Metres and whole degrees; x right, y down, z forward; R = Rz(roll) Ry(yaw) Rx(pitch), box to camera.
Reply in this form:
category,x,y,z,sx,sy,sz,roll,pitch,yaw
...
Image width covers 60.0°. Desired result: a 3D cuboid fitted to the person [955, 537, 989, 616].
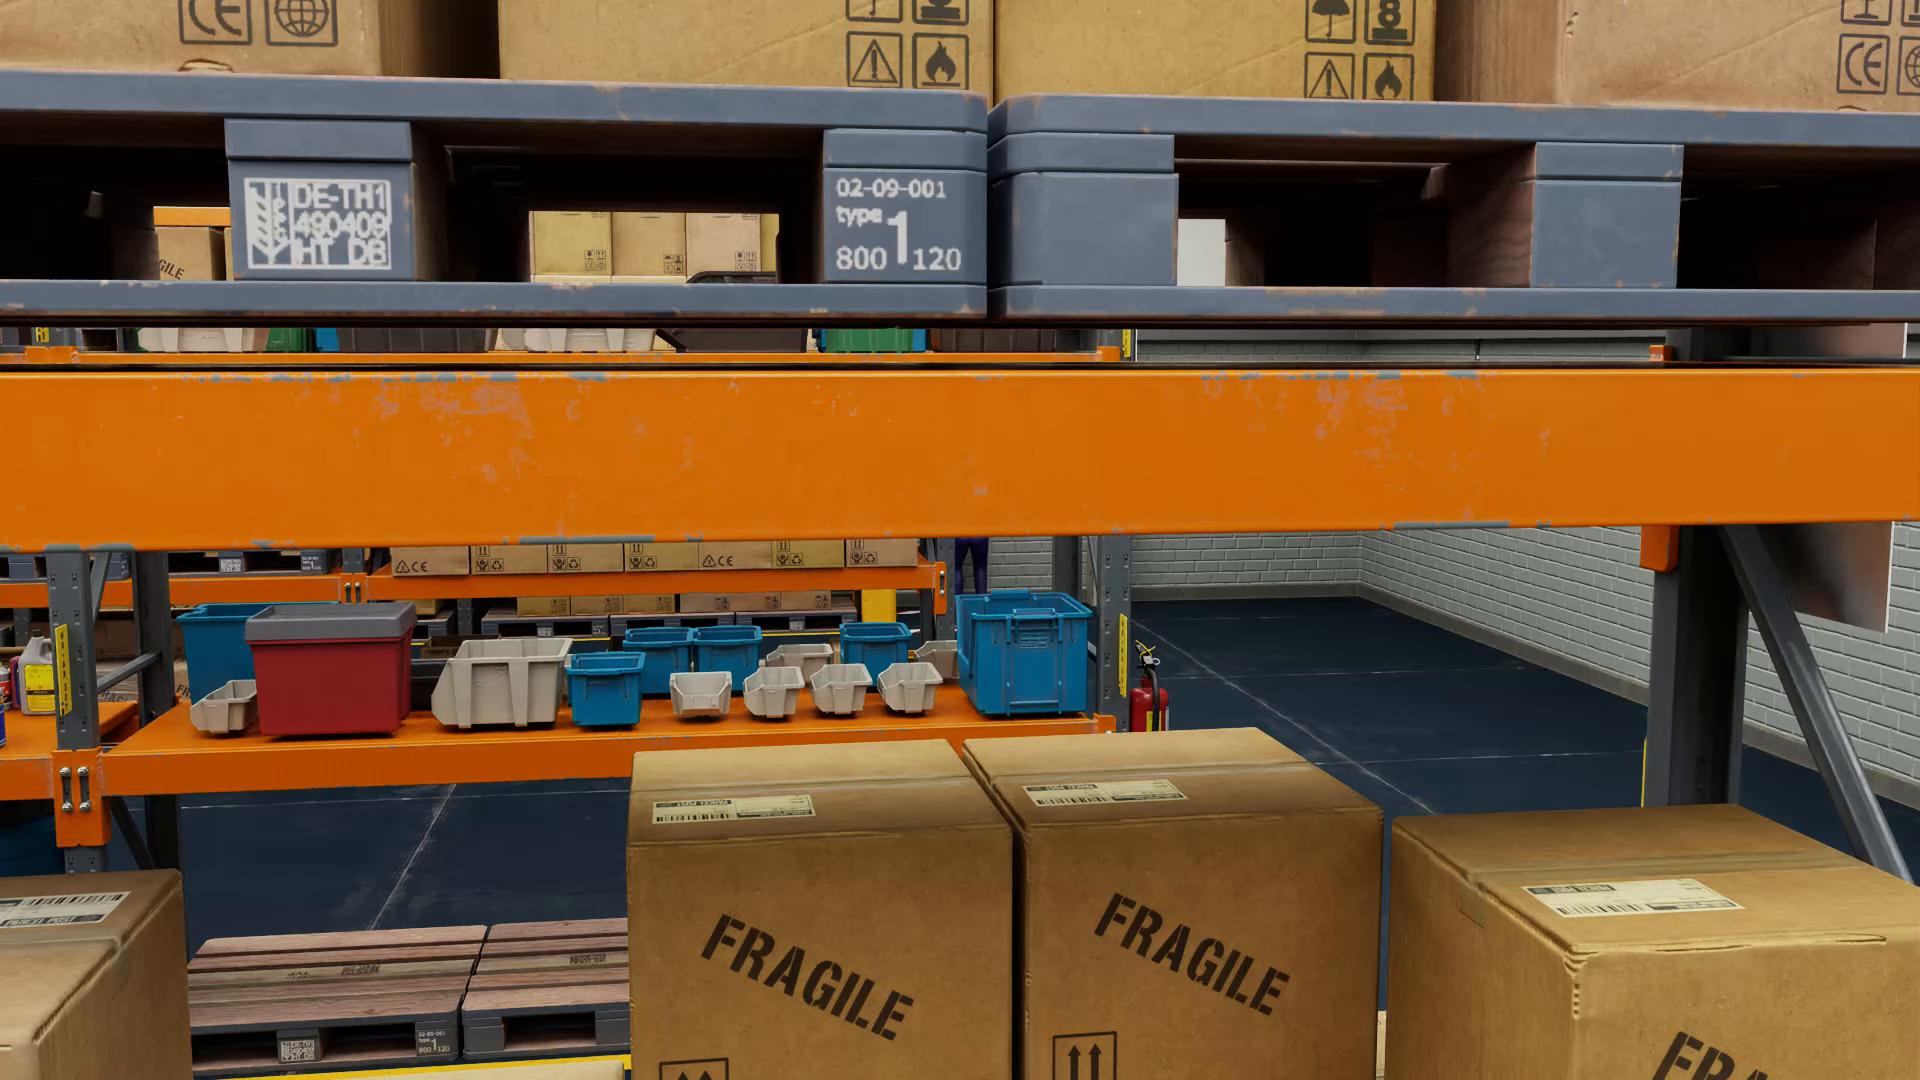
category,x,y,z,sx,sy,sz,roll,pitch,yaw
person,0.072,-0.018,17.667,0.451,1.630,0.516,-1,7,-10
